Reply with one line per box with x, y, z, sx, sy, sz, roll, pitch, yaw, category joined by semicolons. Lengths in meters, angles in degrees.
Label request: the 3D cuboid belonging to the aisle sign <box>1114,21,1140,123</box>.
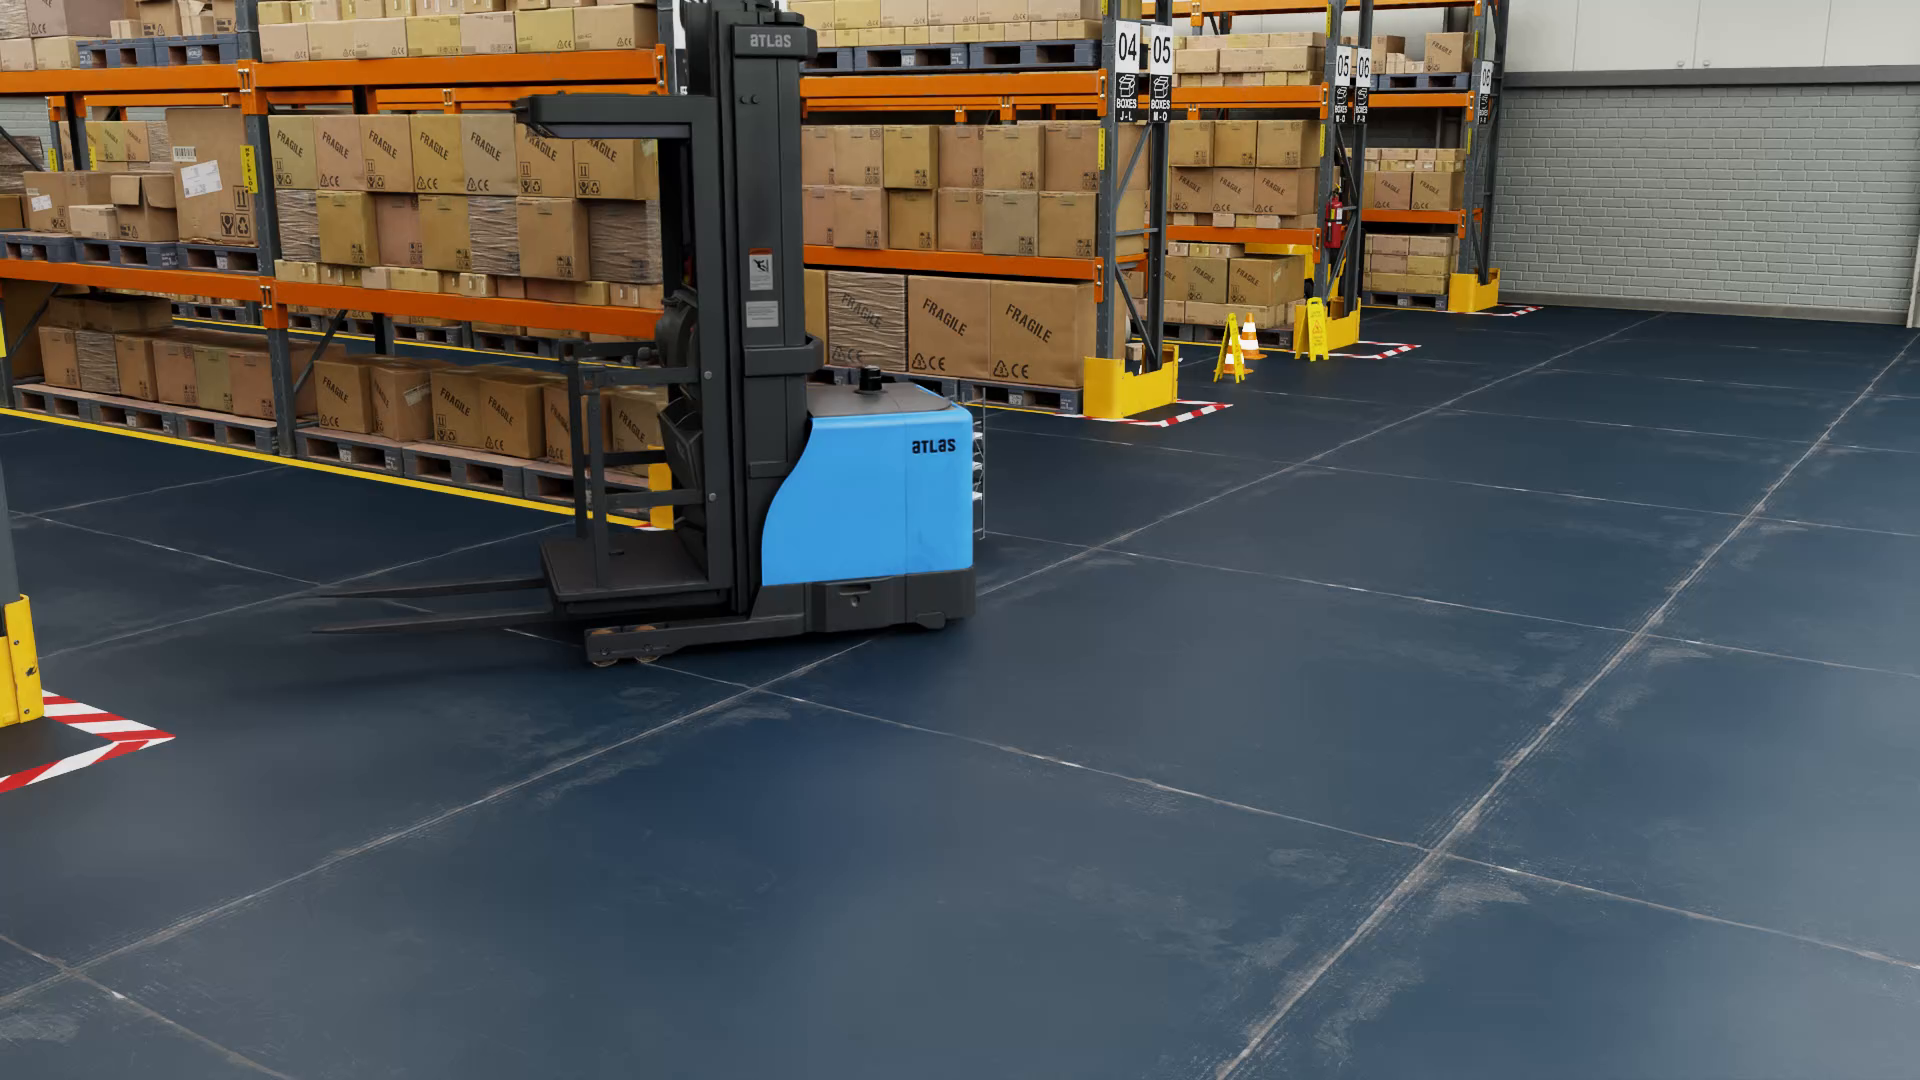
1.357;-3.794;13.495;0.004;0.787;0.394;9;17;33;aisle sign

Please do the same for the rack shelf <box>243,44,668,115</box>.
-3.046;-3.001;10.957;4.000;0.370;1.077;9;17;33;rack shelf

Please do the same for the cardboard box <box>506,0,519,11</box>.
-2.587;-3.337;10.303;0.250;0.149;0.380;9;17;33;cardboard box

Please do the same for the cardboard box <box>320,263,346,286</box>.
-4.272;-1.887;11.727;0.250;0.149;0.380;9;17;33;cardboard box

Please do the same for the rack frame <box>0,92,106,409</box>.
-8.025;-2.698;14.482;0.127;3.000;1.000;9;17;33;rack frame

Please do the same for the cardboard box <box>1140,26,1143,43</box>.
1.360;-4.297;14.139;0.250;0.149;0.380;9;17;33;cardboard box

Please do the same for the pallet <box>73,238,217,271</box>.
-6.360;-2.348;13.465;1.213;0.211;1.003;9;17;33;pallet

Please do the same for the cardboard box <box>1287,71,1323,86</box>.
3.692;-4.928;17.767;0.250;0.149;0.380;9;17;33;cardboard box

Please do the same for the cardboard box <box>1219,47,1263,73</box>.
3.160;-5.214;18.096;0.500;0.250;0.500;9;16;32;cardboard box

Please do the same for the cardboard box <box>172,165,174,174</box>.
-9.481;-4.482;20.858;0.500;0.500;0.500;9;16;31;cardboard box

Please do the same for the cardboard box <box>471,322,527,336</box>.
-4.718;-2.686;18.239;0.750;0.750;1.050;9;16;32;cardboard box

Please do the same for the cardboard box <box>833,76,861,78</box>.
-1.213;-5.982;21.287;0.637;0.503;0.797;9;17;33;cardboard box

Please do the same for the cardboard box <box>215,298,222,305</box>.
-9.177;-3.066;21.027;0.250;0.149;0.380;10;17;34;cardboard box

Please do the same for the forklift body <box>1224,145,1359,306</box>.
4.319;-4.070;21.790;1.214;2.155;2.313;9;17;33;forklift body

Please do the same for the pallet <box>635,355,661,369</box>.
-2.536;-1.872;16.947;1.213;0.211;1.003;9;17;33;pallet

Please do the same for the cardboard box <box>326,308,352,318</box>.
-7.145;-2.911;19.667;0.500;0.500;0.500;10;17;34;cardboard box

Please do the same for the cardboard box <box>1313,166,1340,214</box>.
3.906;-3.913;18.562;0.500;0.500;0.500;9;16;32;cardboard box

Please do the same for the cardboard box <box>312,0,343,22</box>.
-4.135;-3.571;11.246;0.250;0.149;0.380;9;17;33;cardboard box

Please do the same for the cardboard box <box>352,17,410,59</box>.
-3.627;-3.295;10.962;0.500;0.250;0.500;8;16;31;cardboard box

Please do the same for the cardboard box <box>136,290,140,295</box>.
-10.667;-3.311;22.013;0.250;0.149;0.380;9;17;33;cardboard box

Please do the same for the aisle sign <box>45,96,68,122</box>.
-12.039;-5.959;22.241;0.004;0.787;0.394;9;17;33;aisle sign

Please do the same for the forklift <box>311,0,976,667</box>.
-1.500;-0.993;7.734;3.031;2.935;1.130;-4;15;-17;forklift

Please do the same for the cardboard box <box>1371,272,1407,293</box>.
5.938;-3.529;22.687;0.500;0.250;0.500;9;17;33;cardboard box

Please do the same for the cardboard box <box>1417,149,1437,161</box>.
6.274;-5.132;22.137;0.250;0.149;0.380;9;17;33;cardboard box

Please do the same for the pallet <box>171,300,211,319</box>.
-10.086;-3.103;21.920;1.213;0.211;1.003;9;17;33;pallet

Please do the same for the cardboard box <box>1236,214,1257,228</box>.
3.241;-3.538;18.394;0.250;0.149;0.380;9;16;32;cardboard box

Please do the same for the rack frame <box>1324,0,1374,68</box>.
4.144;-6.514;17.409;0.127;3.000;1.000;9;17;33;rack frame

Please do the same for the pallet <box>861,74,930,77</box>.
-0.490;-5.745;20.938;1.003;0.211;1.213;9;17;33;pallet

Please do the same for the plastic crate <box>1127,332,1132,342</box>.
1.670;-2.347;19.136;0.583;0.080;0.402;3;14;14;plastic crate

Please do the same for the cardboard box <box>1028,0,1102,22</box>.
0.903;-4.391;13.687;0.500;0.250;0.500;9;17;34;cardboard box

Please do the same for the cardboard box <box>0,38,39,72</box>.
-7.351;-3.899;13.401;0.500;0.250;0.500;10;17;34;cardboard box

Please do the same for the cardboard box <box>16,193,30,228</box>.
-8.276;-2.866;14.952;0.500;0.500;0.500;10;17;34;cardboard box

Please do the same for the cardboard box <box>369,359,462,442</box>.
-3.917;-1.016;12.011;0.500;0.500;0.500;-11;17;-36;cardboard box

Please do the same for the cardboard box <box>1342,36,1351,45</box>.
5.150;-6.604;22.721;0.637;0.503;0.797;10;17;35;cardboard box

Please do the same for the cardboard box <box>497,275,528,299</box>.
-2.785;-1.665;10.830;0.250;0.149;0.380;9;17;33;cardboard box

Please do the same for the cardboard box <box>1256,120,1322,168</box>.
3.598;-4.305;18.063;0.500;0.500;0.700;9;16;31;cardboard box

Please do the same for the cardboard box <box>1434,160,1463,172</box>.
6.467;-4.946;22.002;0.250;0.149;0.380;9;17;34;cardboard box

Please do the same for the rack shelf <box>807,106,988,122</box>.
-1.387;-7.040;27.273;4.000;0.370;1.077;9;17;33;rack shelf

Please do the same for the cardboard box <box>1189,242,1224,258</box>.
2.785;-3.275;18.749;0.250;0.149;0.380;10;17;34;cardboard box

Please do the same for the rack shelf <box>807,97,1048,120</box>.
-0.835;-5.513;21.106;4.000;0.370;1.077;9;17;33;rack shelf

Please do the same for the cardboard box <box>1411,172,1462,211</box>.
6.356;-4.654;22.173;0.500;0.500;0.500;9;16;32;cardboard box

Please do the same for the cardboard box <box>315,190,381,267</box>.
-3.972;-2.208;11.674;0.500;0.500;0.875;9;17;33;cardboard box

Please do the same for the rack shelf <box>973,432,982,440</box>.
-0.007;-0.580;9.684;0.200;0.077;0.258;9;17;33;rack shelf

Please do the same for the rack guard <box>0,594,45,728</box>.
-4.240;0.575;6.462;0.348;0.500;1.175;9;17;33;rack guard

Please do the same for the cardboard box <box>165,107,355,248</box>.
-5.287;-2.792;12.735;1.000;1.000;1.000;9;17;33;cardboard box

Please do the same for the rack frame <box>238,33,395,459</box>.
-4.706;-2.162;12.315;0.127;3.000;1.000;9;17;33;rack frame

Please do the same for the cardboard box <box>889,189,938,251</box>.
-0.194;-2.947;15.173;0.500;0.550;0.875;9;17;33;cardboard box

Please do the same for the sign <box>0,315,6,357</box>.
-3.840;-0.881;6.566;0.005;0.325;0.100;9;17;33;sign

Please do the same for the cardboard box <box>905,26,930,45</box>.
-0.265;-4.369;14.429;0.250;0.149;0.380;9;17;33;cardboard box

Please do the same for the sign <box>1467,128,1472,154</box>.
6.597;-5.162;21.533;0.005;0.325;0.100;9;17;33;sign

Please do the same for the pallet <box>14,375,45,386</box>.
-8.637;-1.466;15.304;1.213;0.211;1.003;9;17;33;pallet

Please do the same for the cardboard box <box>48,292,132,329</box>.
-7.452;-1.979;14.300;0.500;0.250;0.500;10;17;35;cardboard box

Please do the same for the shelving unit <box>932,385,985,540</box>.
-0.007;-0.438;9.719;0.210;0.900;0.258;9;17;33;shelving unit

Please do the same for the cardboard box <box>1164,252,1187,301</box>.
2.484;-3.028;19.103;0.500;0.500;0.500;9;16;32;cardboard box

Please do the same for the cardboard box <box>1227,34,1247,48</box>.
3.102;-5.426;18.122;0.250;0.149;0.380;9;17;33;cardboard box

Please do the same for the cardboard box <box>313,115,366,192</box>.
-4.059;-2.663;11.428;0.500;0.500;0.500;9;17;33;cardboard box

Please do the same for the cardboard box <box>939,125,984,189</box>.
0.282;-3.413;14.809;0.550;0.550;0.875;9;17;33;cardboard box
